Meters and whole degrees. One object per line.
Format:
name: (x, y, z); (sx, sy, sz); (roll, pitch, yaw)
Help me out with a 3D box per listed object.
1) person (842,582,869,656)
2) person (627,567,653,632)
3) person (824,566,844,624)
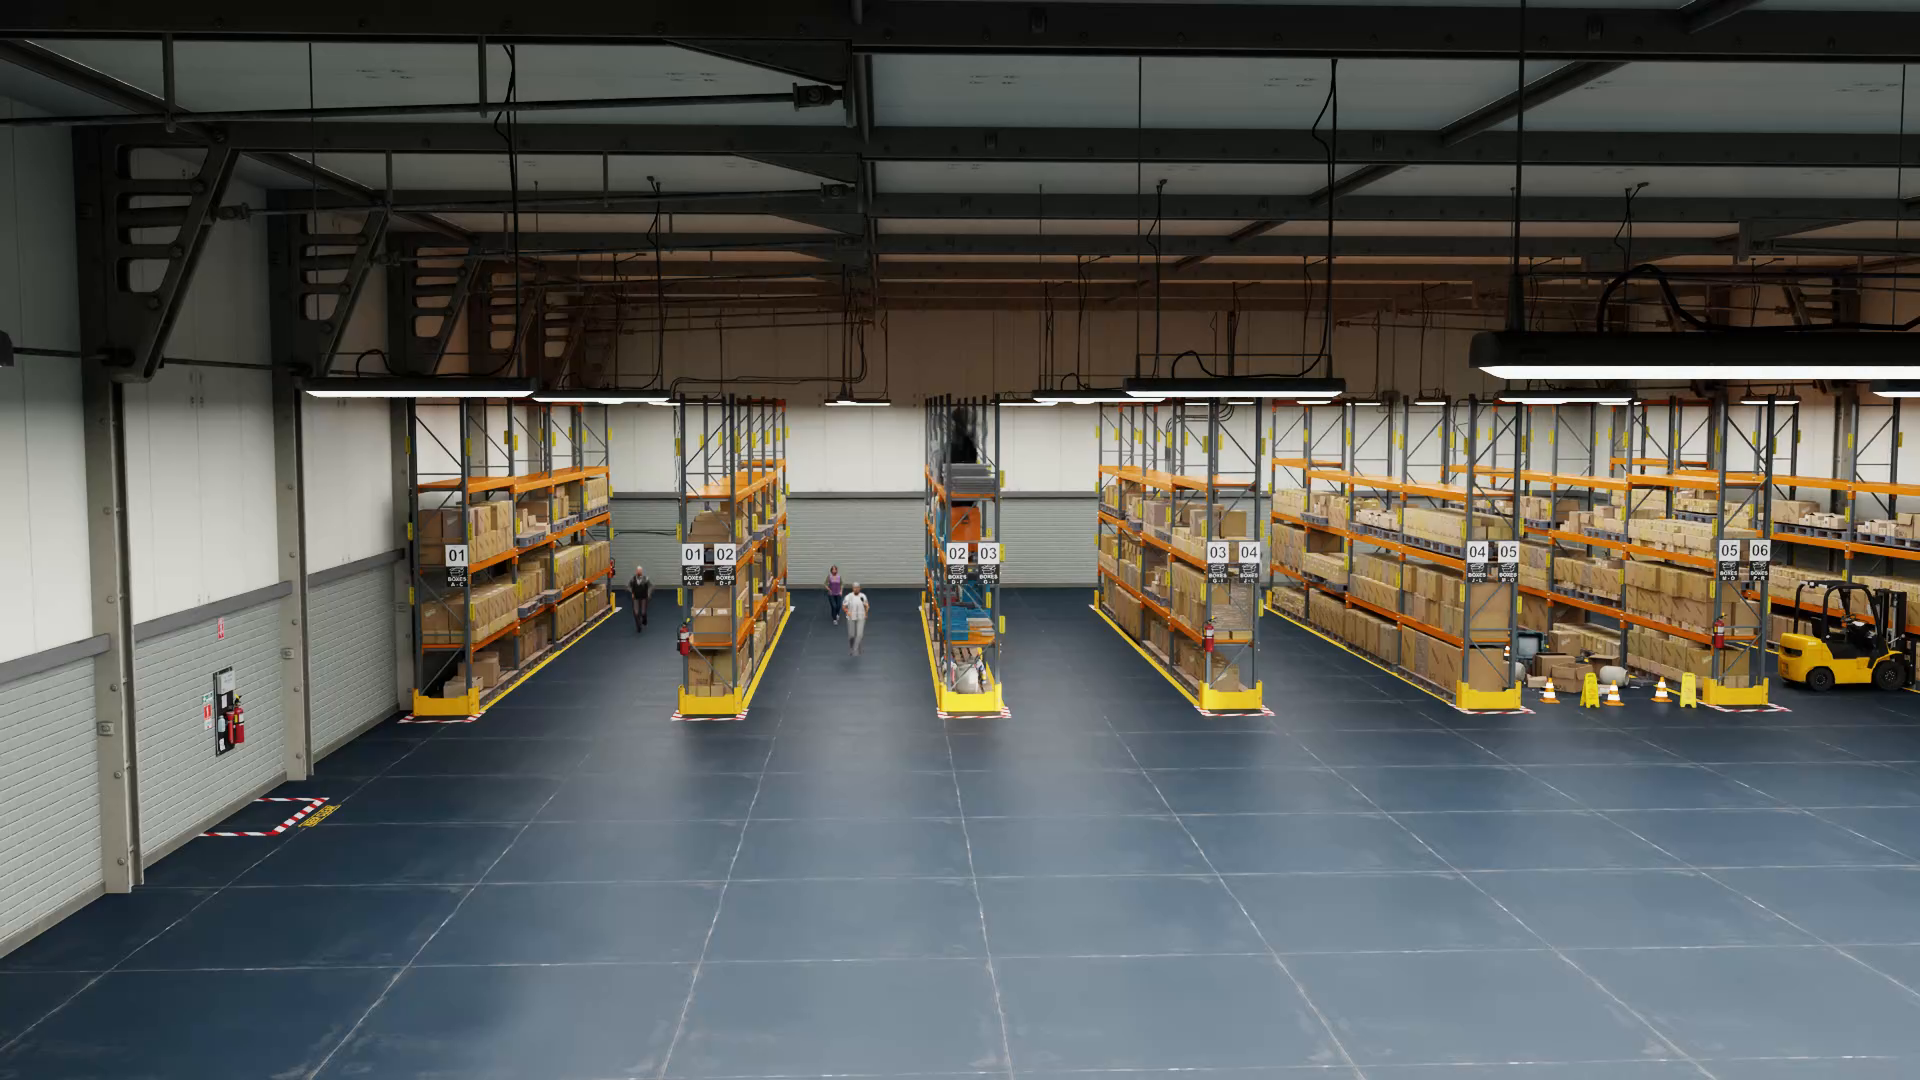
person: (-2.290, 1.749, 36.694); (0.595, 1.638, 0.503); (-1, 5, -12)
person: (-8.225, 1.520, 42.724); (0.661, 1.682, 0.585); (0, 5, -6)
person: (-3.339, 1.460, 44.125); (0.542, 1.563, 0.533); (-1, 5, -11)
